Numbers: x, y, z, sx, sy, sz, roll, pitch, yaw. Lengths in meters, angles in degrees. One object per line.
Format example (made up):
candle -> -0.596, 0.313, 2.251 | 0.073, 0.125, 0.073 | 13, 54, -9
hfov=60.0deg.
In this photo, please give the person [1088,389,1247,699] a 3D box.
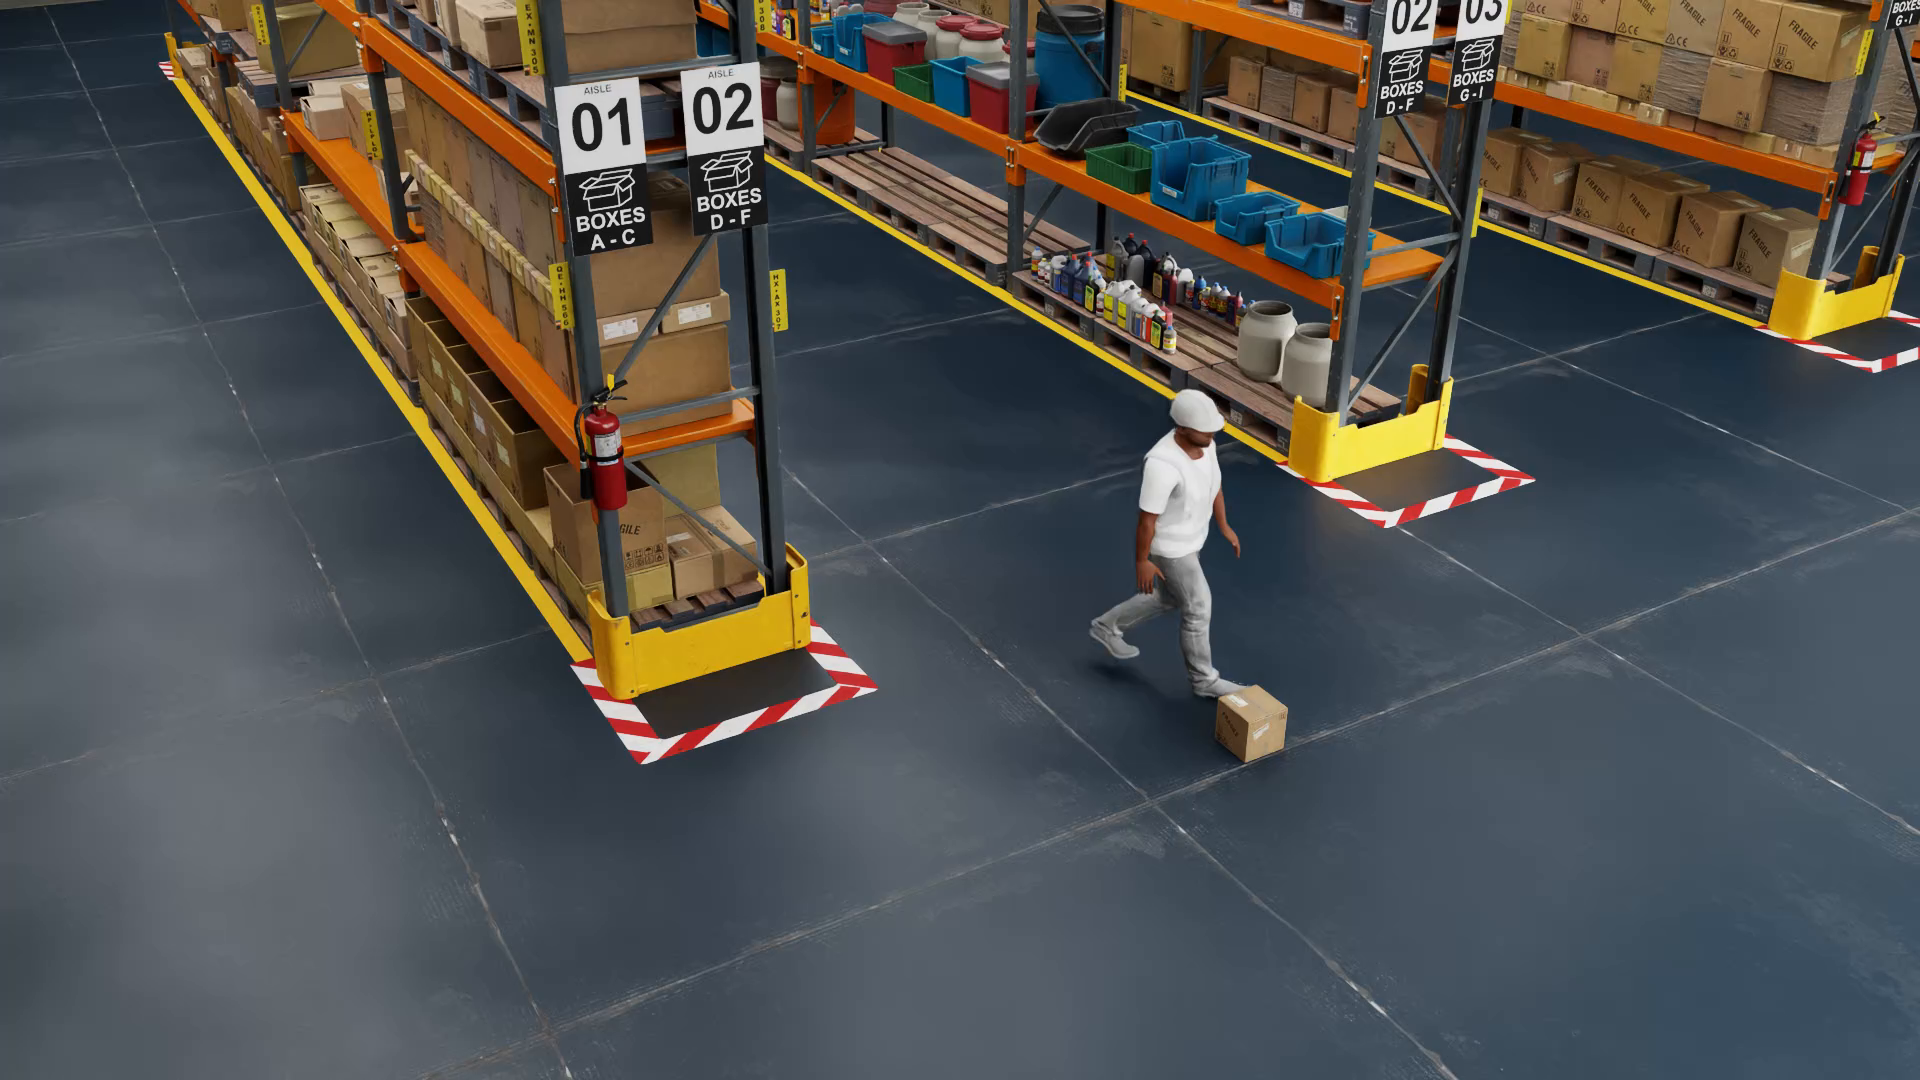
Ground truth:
person -> 1.109, 0.003, 8.550 | 0.928, 1.741, 0.574 | 11, 31, 20
